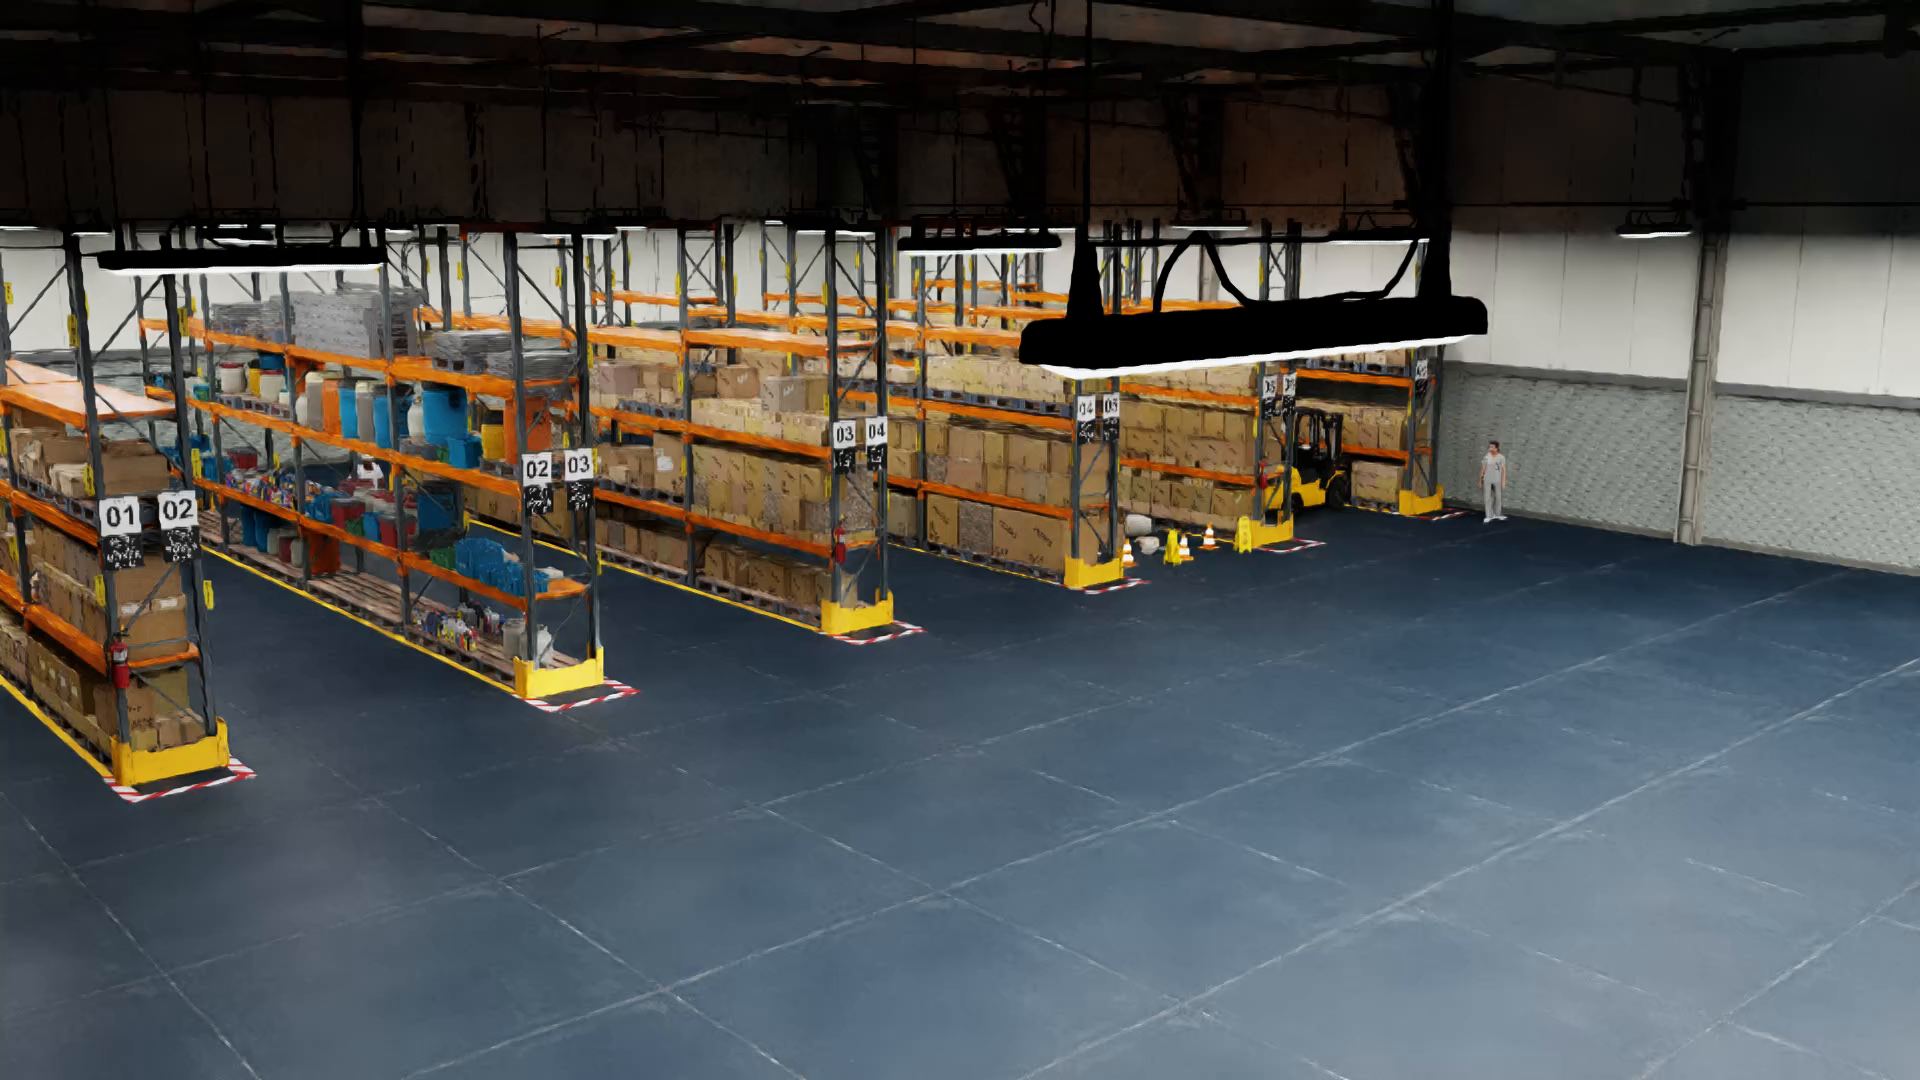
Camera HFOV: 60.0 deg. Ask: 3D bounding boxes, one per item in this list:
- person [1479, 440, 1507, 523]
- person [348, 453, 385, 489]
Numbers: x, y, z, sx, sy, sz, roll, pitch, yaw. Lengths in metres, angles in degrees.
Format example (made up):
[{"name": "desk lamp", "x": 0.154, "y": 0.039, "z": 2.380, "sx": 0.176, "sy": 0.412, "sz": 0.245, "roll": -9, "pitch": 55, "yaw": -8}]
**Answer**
[{"name": "person", "x": 10.815, "y": -1.201, "z": 33.655, "sx": 0.566, "sy": 1.664, "sz": 0.543, "roll": 4, "pitch": 12, "yaw": 20}, {"name": "person", "x": -11.350, "y": -0.862, "z": 31.849, "sx": 0.719, "sy": 1.714, "sz": 0.578, "roll": -10, "pitch": 15, "yaw": -42}]
